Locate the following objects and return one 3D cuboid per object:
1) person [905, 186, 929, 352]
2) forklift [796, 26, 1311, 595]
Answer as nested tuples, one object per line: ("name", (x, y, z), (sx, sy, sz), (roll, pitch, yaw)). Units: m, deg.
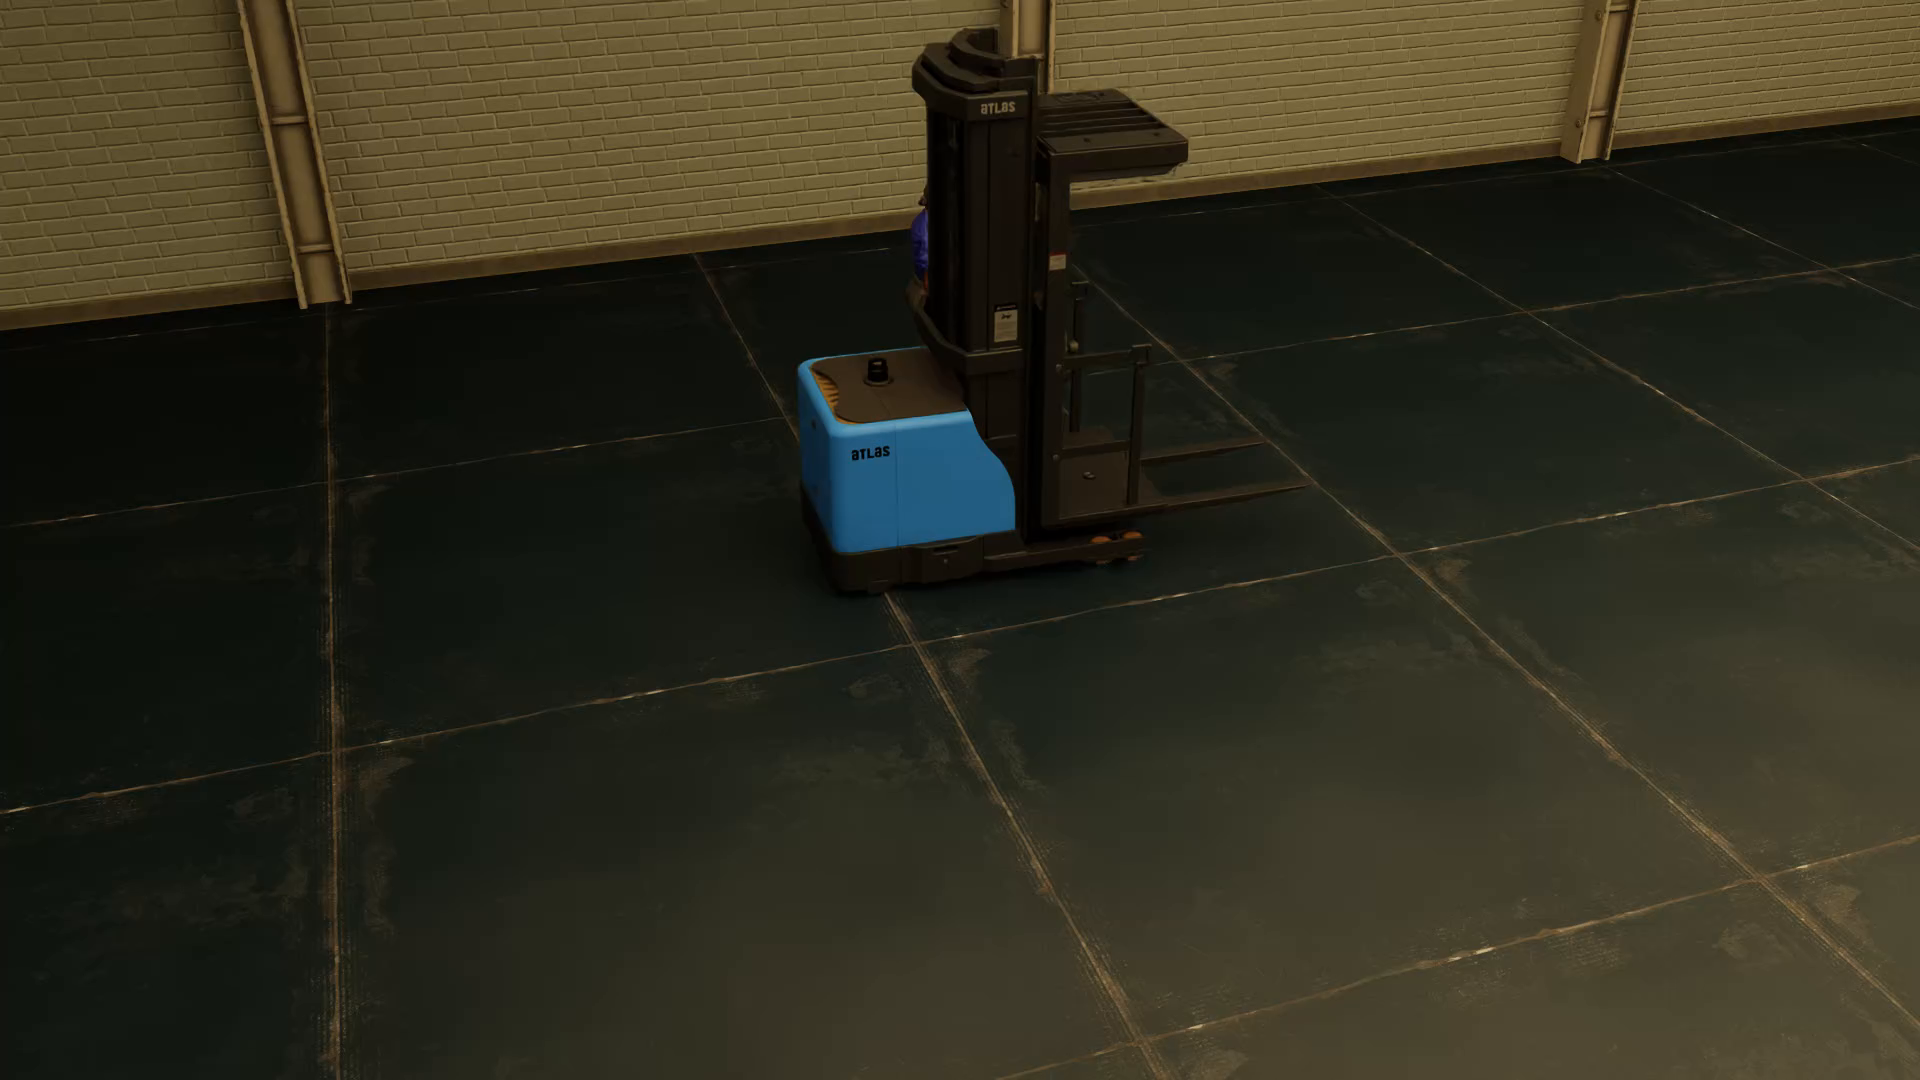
("person", (-0.195, -1.653, 11.267), (0.361, 1.632, 0.725), (-6, 30, -10))
("forklift", (0.606, -1.369, 9.466), (3.031, 2.935, 1.130), (-8, 31, -14))
